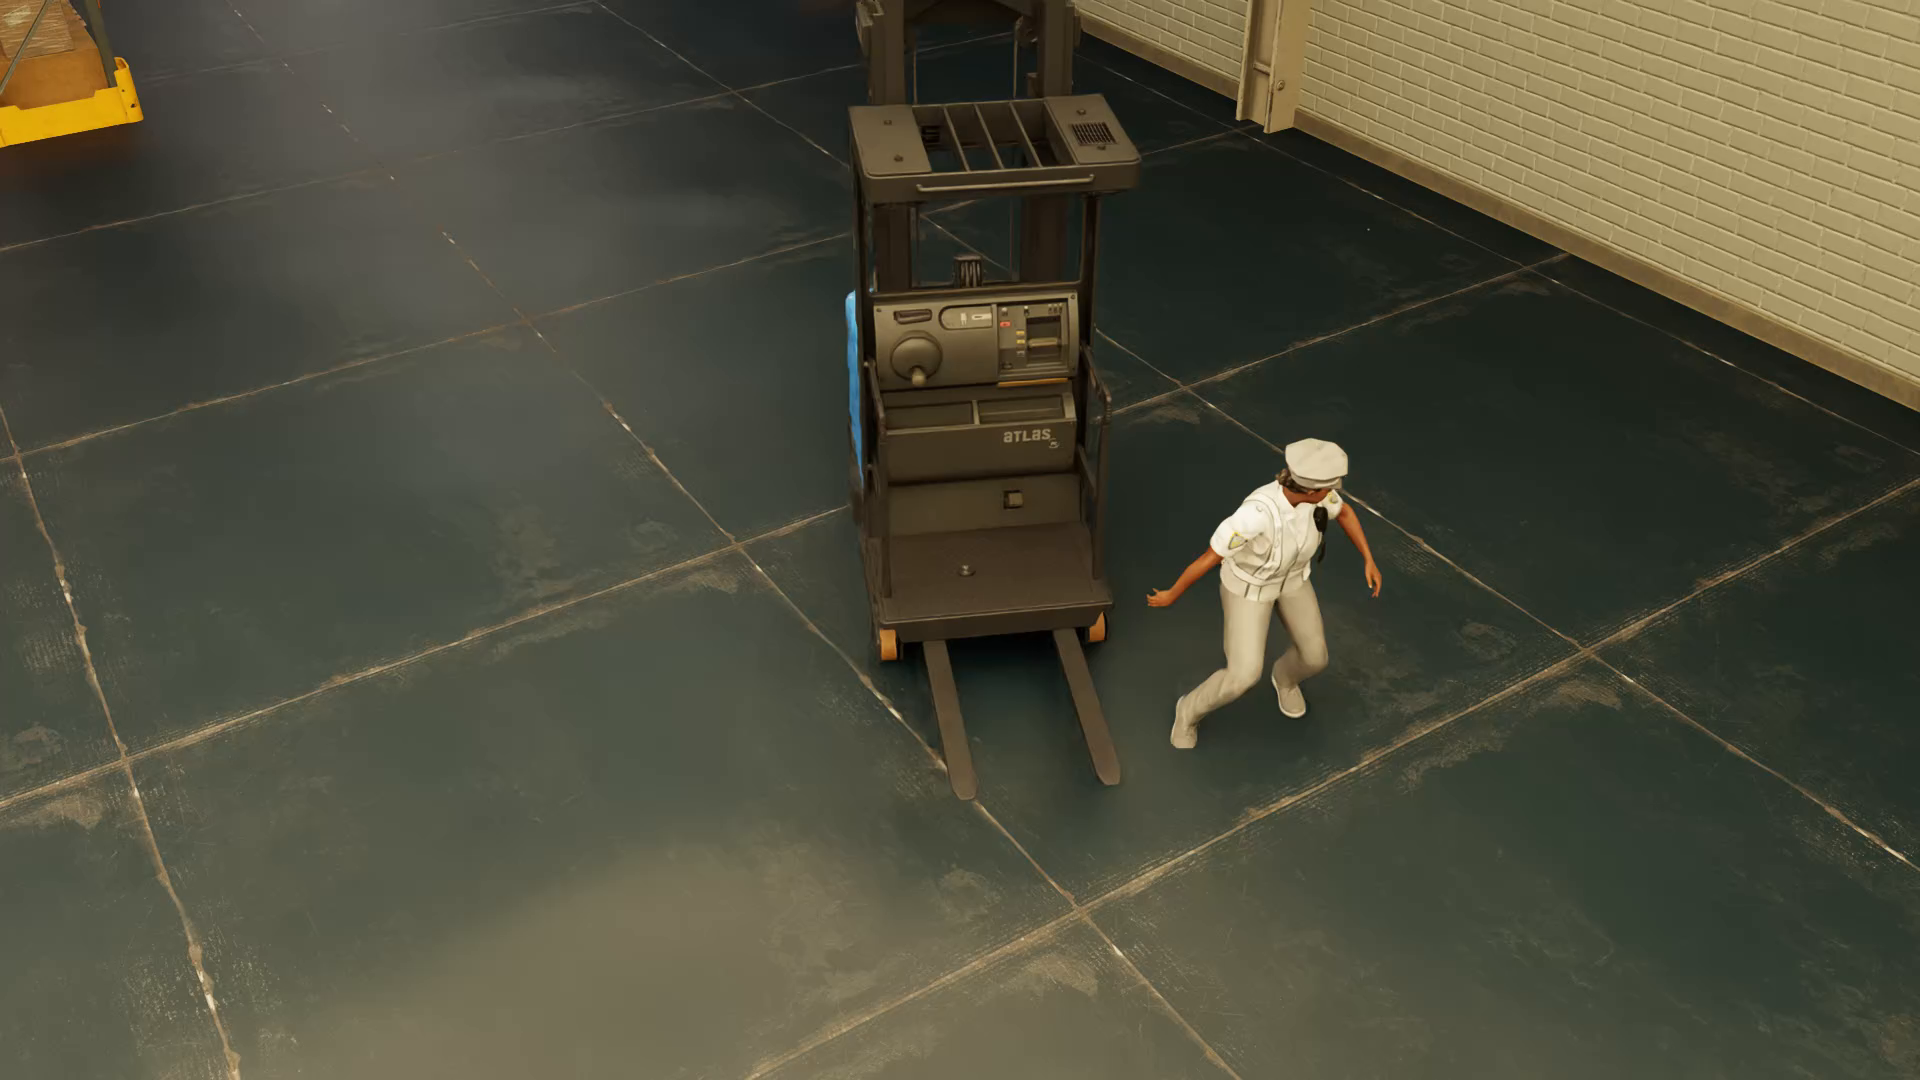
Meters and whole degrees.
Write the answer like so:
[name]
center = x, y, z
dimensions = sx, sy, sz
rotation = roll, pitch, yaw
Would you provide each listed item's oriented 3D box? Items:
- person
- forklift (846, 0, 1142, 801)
[person]
center = 1.295, 0.258, 7.089
dimensions = 0.884, 1.586, 0.515
rotation = -16, 38, -21
[forklift]
center = 0.111, -0.843, 7.347
dimensions = 1.130, 2.935, 3.031
rotation = -5, 35, -7
